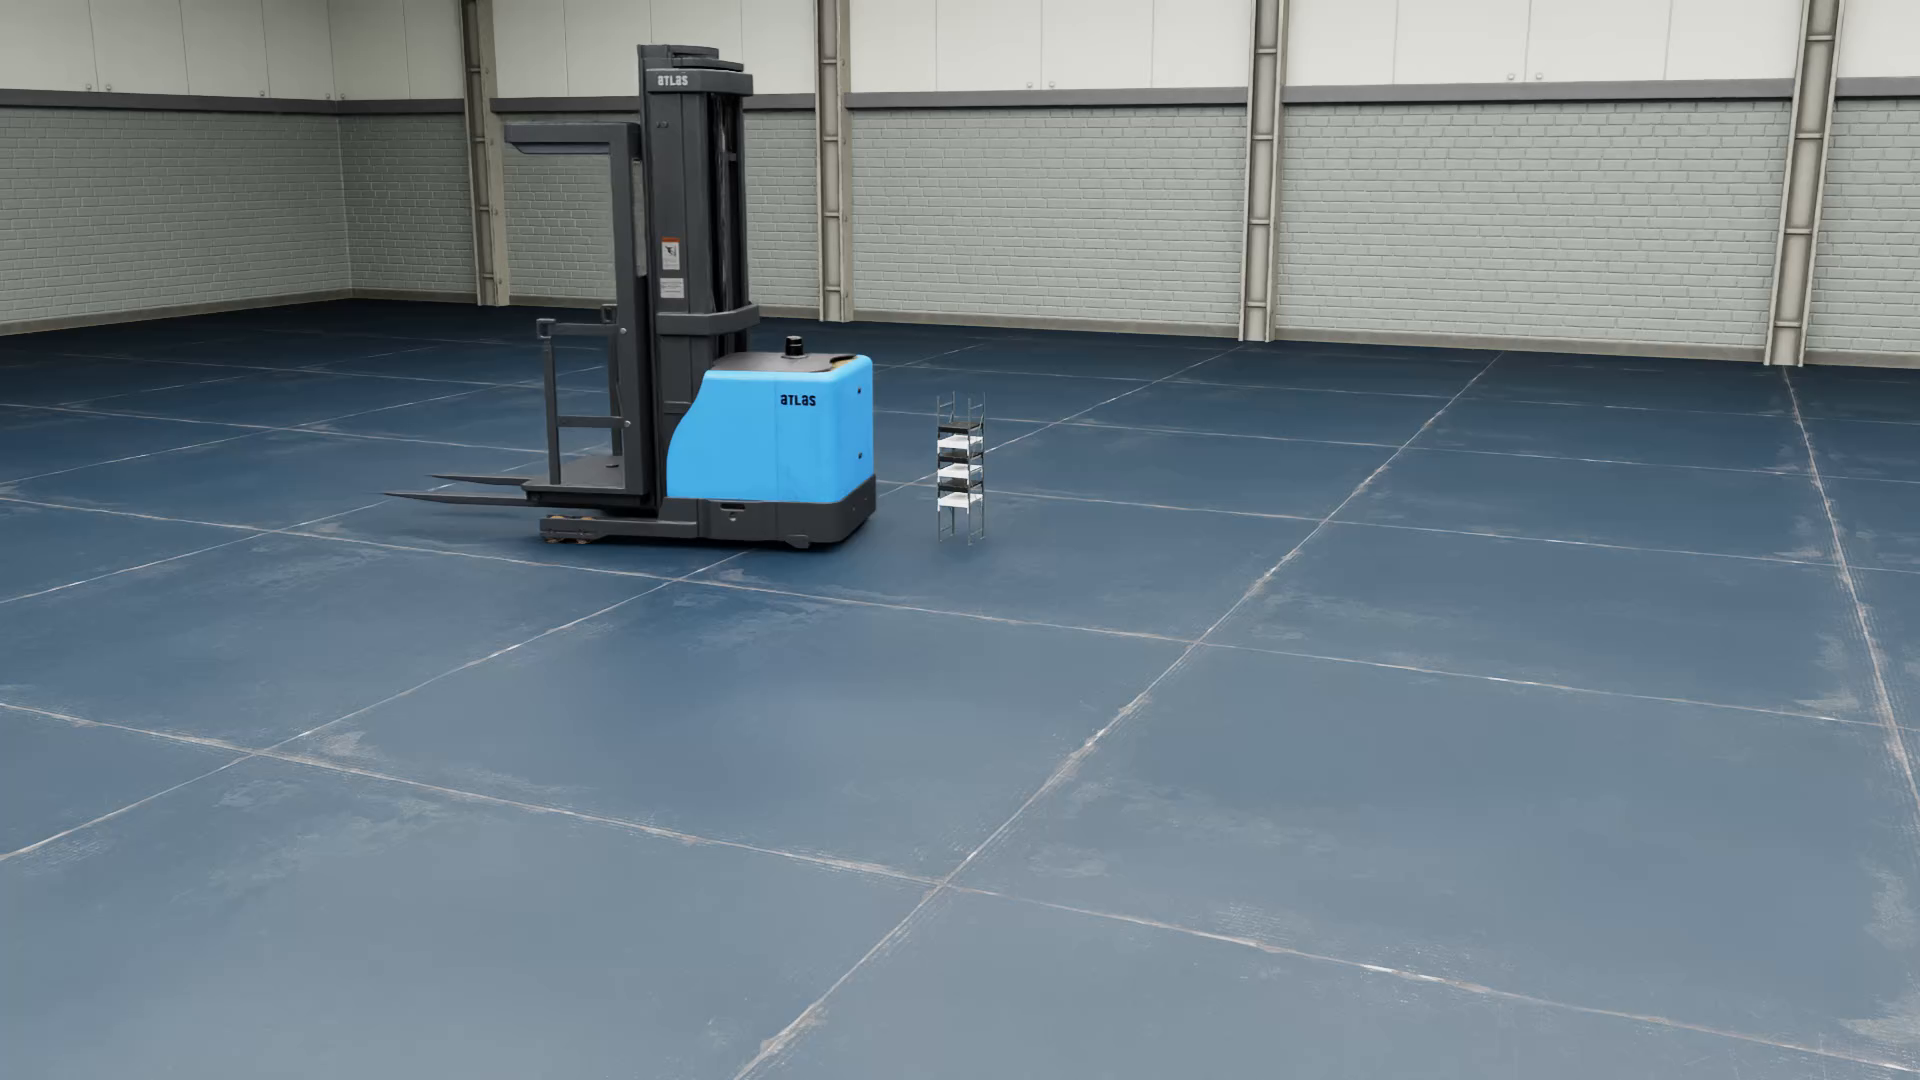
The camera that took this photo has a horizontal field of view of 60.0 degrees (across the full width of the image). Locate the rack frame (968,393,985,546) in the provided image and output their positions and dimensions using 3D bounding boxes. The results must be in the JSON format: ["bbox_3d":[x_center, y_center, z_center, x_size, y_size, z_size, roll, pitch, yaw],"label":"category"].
[{"bbox_3d":[0.100,-0.428,10.109,0.006,0.900,0.240,6,14,23],"label":"rack frame"}]

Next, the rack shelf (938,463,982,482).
[{"bbox_3d":[0.007,-0.405,10.156,0.200,0.077,0.258,6,14,23],"label":"rack shelf"}]

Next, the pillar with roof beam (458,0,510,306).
[{"bbox_3d":[-8.962,-7.122,20.908,0.400,9.000,9.100,6,14,23],"label":"pillar with roof beam"}]

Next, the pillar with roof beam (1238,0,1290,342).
[{"bbox_3d":[2.010,-6.012,16.177,0.400,9.000,9.100,6,14,23],"label":"pillar with roof beam"}]

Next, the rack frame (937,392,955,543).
[{"bbox_3d":[-0.086,-0.447,10.189,0.006,0.900,0.240,6,14,23],"label":"rack frame"}]

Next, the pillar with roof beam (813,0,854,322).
[{"bbox_3d":[-3.476,-6.567,18.542,0.400,9.000,9.100,6,14,23],"label":"pillar with roof beam"}]

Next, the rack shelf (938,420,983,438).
[{"bbox_3d":[0.007,-0.668,10.095,0.200,0.077,0.258,6,14,23],"label":"rack shelf"}]

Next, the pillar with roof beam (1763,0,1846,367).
[{"bbox_3d":[7.496,-5.457,13.811,0.400,9.000,9.100,6,14,23],"label":"pillar with roof beam"}]

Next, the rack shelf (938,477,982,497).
[{"bbox_3d":[0.007,-0.317,10.177,0.200,0.077,0.258,6,14,23],"label":"rack shelf"}]

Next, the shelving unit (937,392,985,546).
[{"bbox_3d":[0.007,-0.437,10.149,0.210,0.900,0.258,6,14,23],"label":"shelving unit"}]

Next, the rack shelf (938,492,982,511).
[{"bbox_3d":[0.007,-0.230,10.198,0.200,0.077,0.258,6,14,23],"label":"rack shelf"}]

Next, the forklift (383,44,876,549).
[{"bbox_3d":[-2.111,-1.517,10.303,3.031,2.935,1.130,2,13,10],"label":"forklift"}]

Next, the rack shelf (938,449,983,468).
[{"bbox_3d":[0.007,-0.493,10.136,0.200,0.077,0.258,6,14,23],"label":"rack shelf"}]

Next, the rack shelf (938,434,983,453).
[{"bbox_3d":[0.007,-0.580,10.115,0.200,0.077,0.258,6,14,23],"label":"rack shelf"}]
